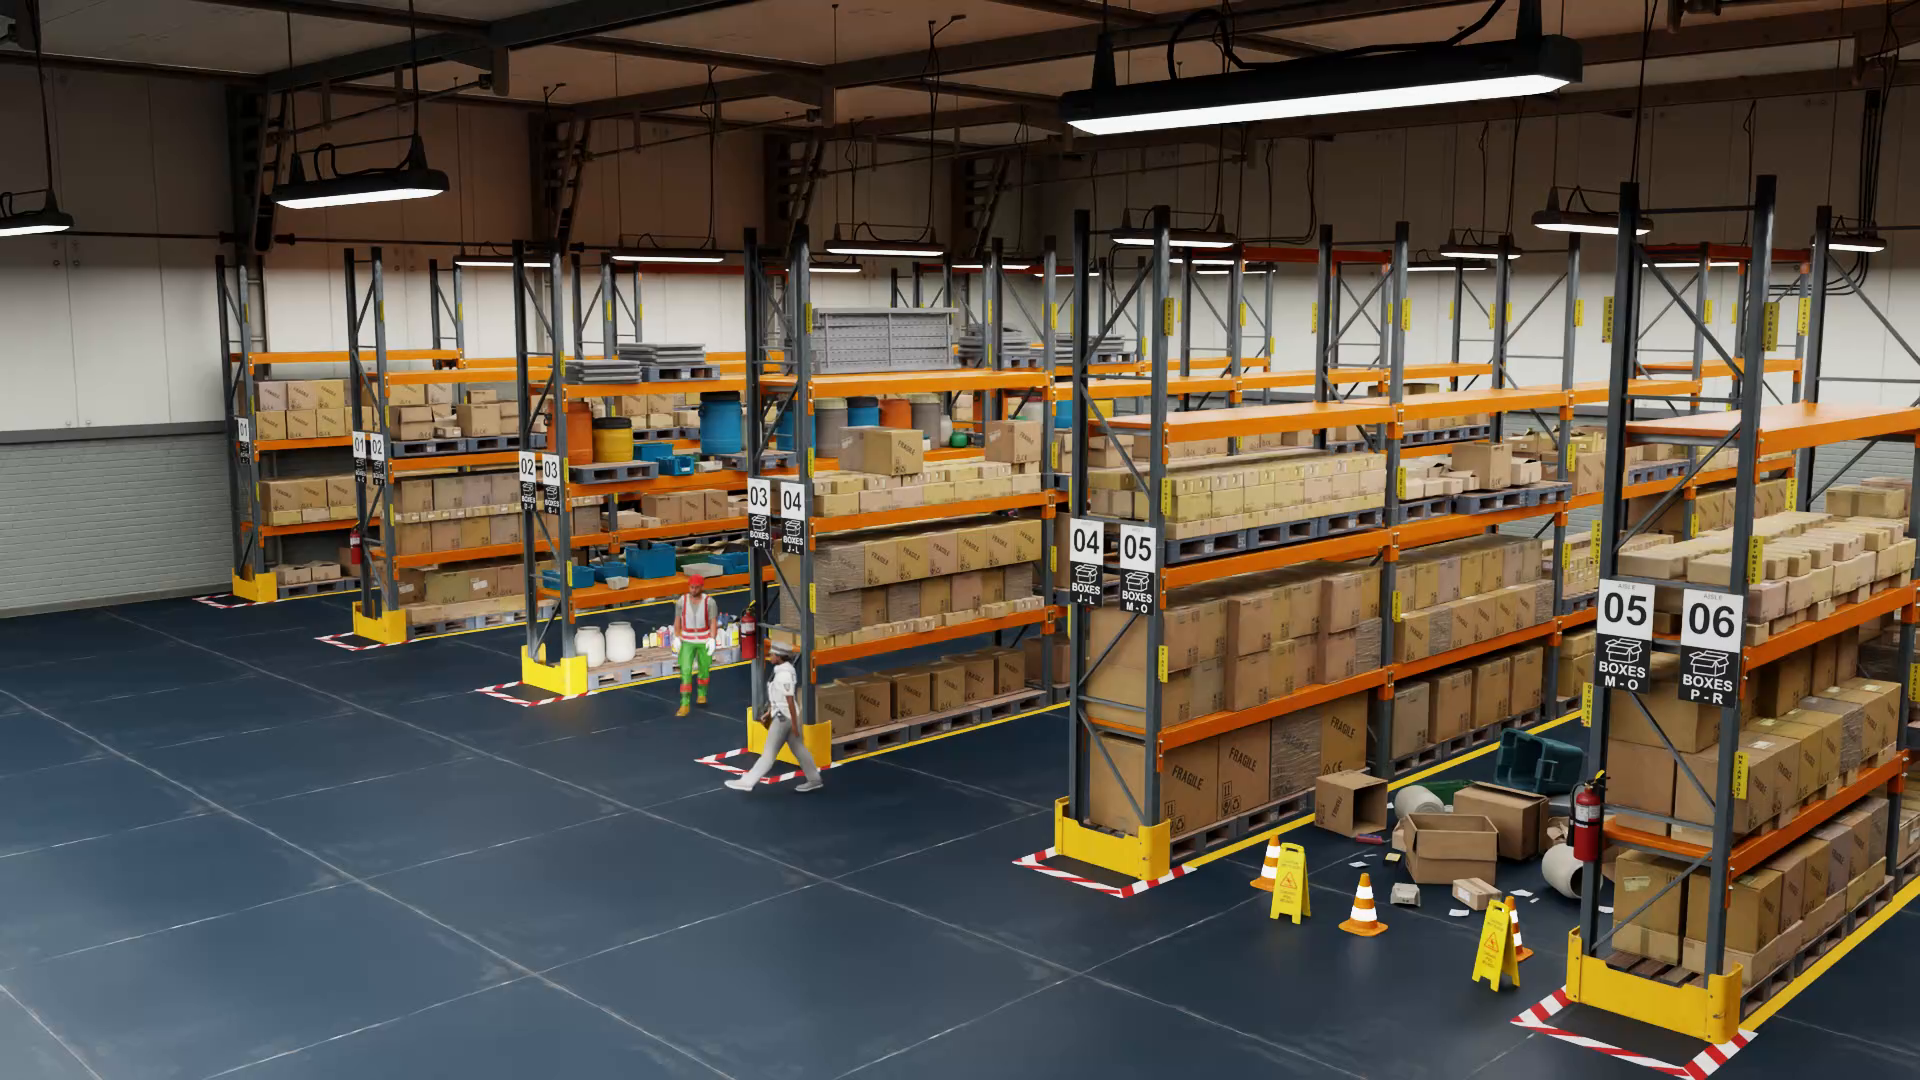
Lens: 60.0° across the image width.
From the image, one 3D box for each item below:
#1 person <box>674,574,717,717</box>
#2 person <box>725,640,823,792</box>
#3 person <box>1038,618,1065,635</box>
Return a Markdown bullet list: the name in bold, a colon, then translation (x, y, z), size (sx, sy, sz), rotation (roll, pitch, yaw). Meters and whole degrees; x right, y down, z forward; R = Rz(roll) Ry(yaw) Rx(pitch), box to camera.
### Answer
- **person**: translation (-3.356, 1.291, 21.125), size (0.562, 1.741, 0.941), rotation (-1, 8, -9)
- **person**: translation (-1.965, 1.864, 17.567), size (1.007, 1.629, 0.499), rotation (0, 8, 0)
- **person**: translation (1.259, 0.872, 24.468), size (0.970, 1.639, 0.594), rotation (-5, 10, -34)
